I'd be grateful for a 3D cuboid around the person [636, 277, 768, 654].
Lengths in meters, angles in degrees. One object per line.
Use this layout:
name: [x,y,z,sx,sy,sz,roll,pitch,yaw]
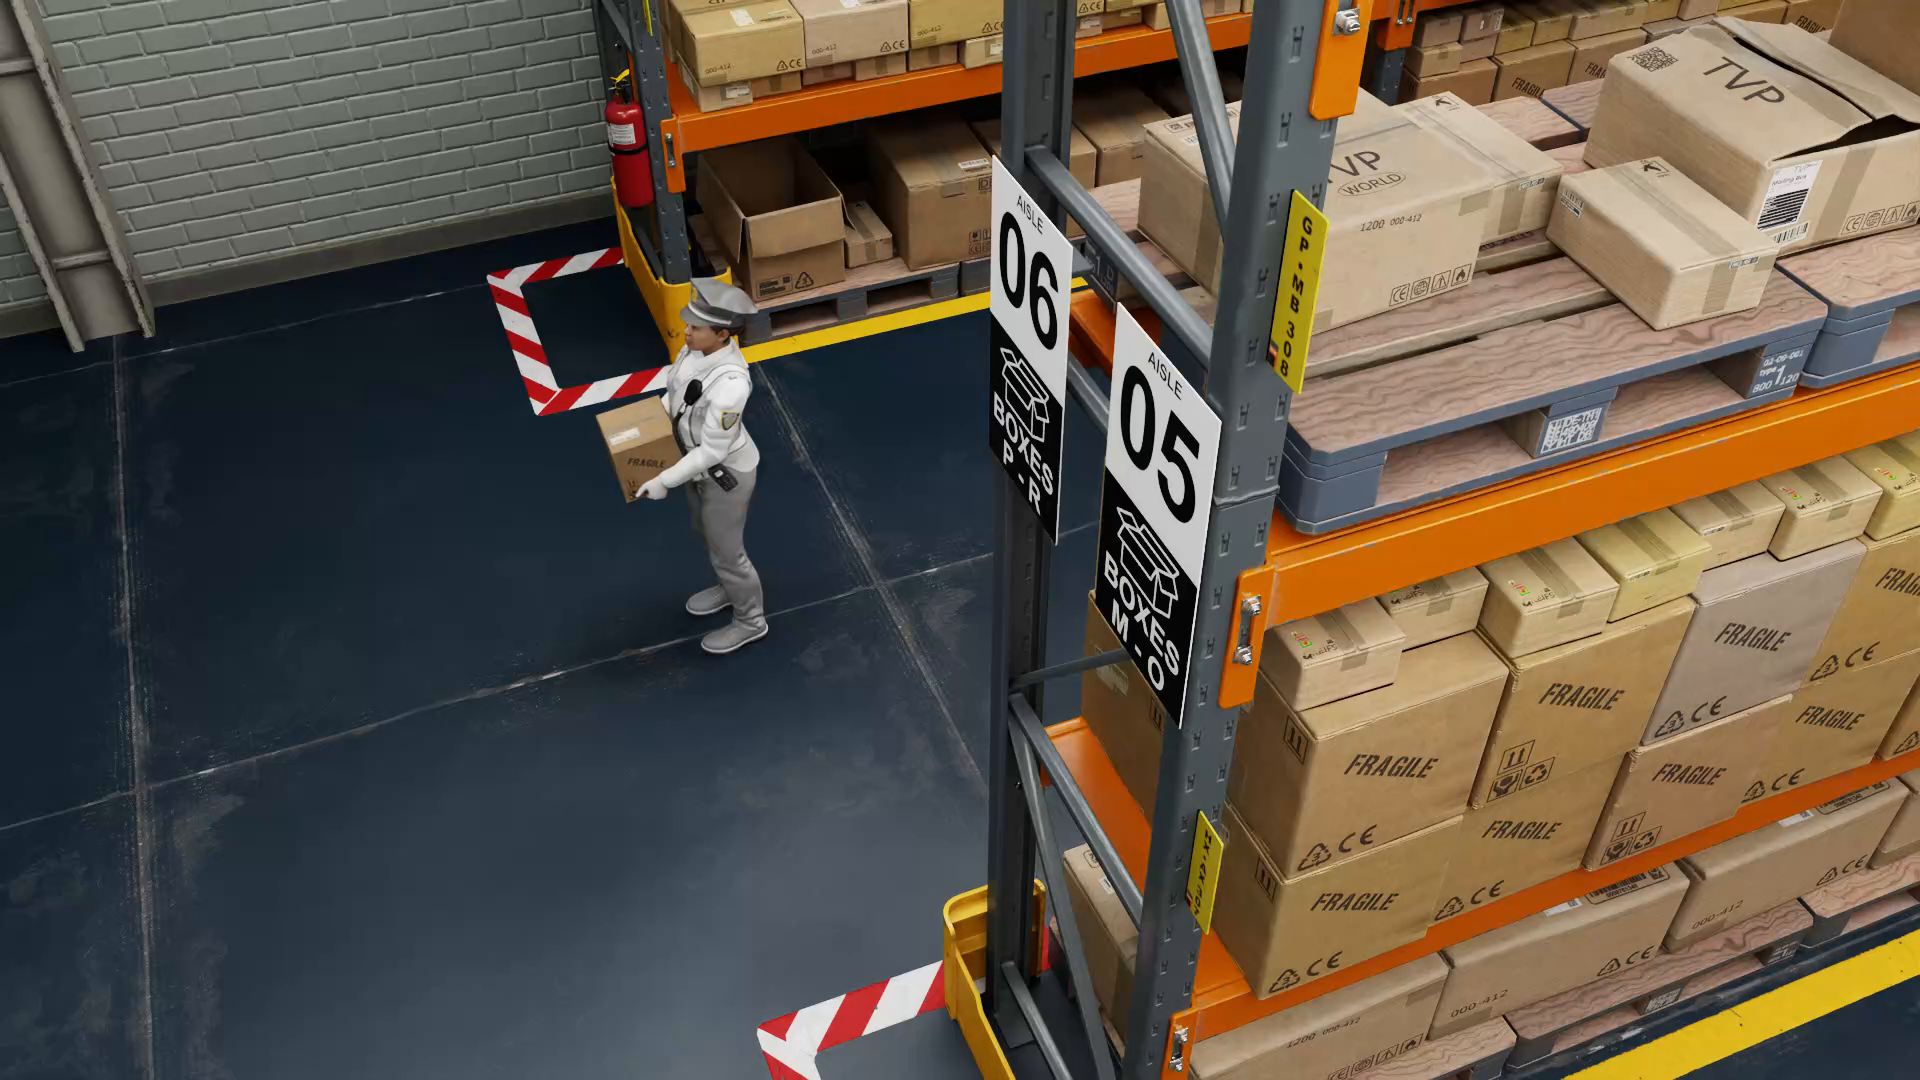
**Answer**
person: [-1.007,-0.268,6.437,0.555,1.687,0.461,-15,44,-16]
